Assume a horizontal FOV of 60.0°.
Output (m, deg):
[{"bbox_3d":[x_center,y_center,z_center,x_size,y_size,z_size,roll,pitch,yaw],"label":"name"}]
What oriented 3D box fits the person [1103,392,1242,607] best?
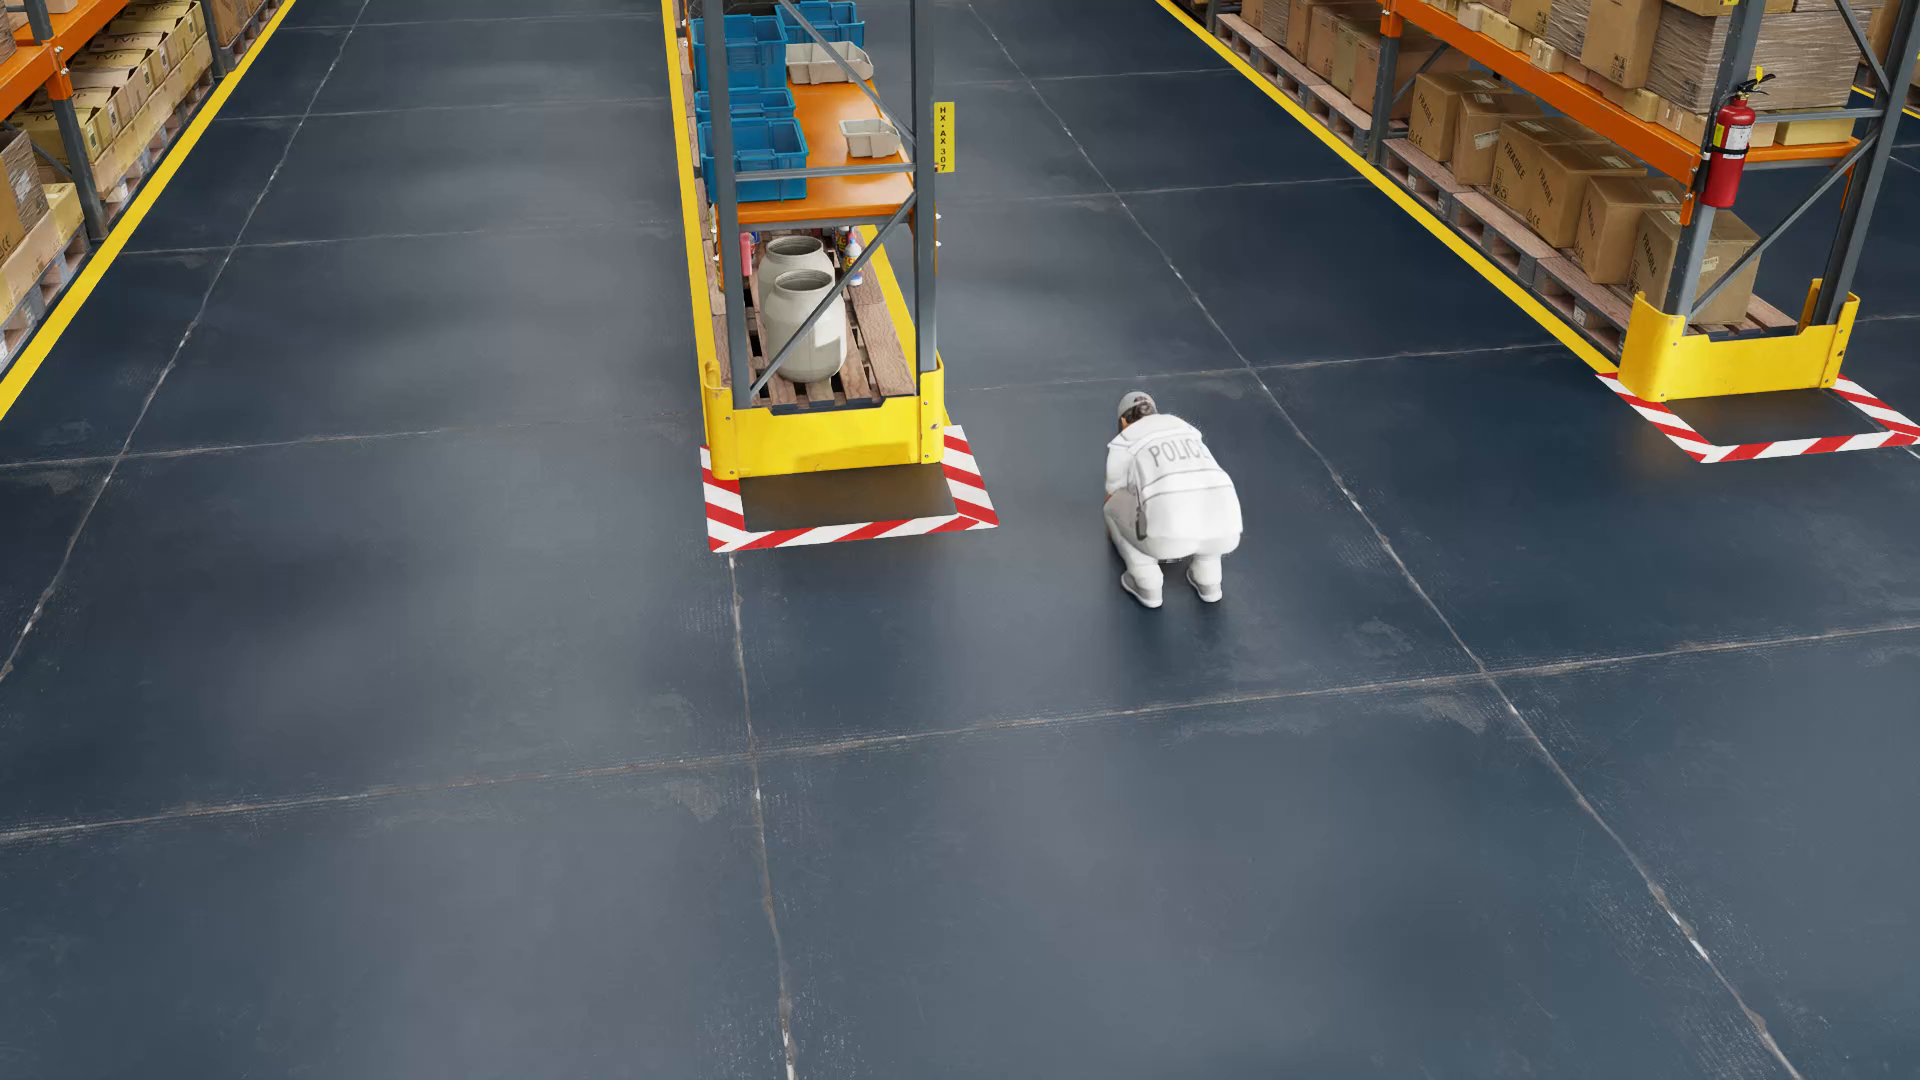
[{"bbox_3d":[0.908,-0.143,7.338,0.522,0.804,0.907,-6,31,-10],"label":"person"}]
